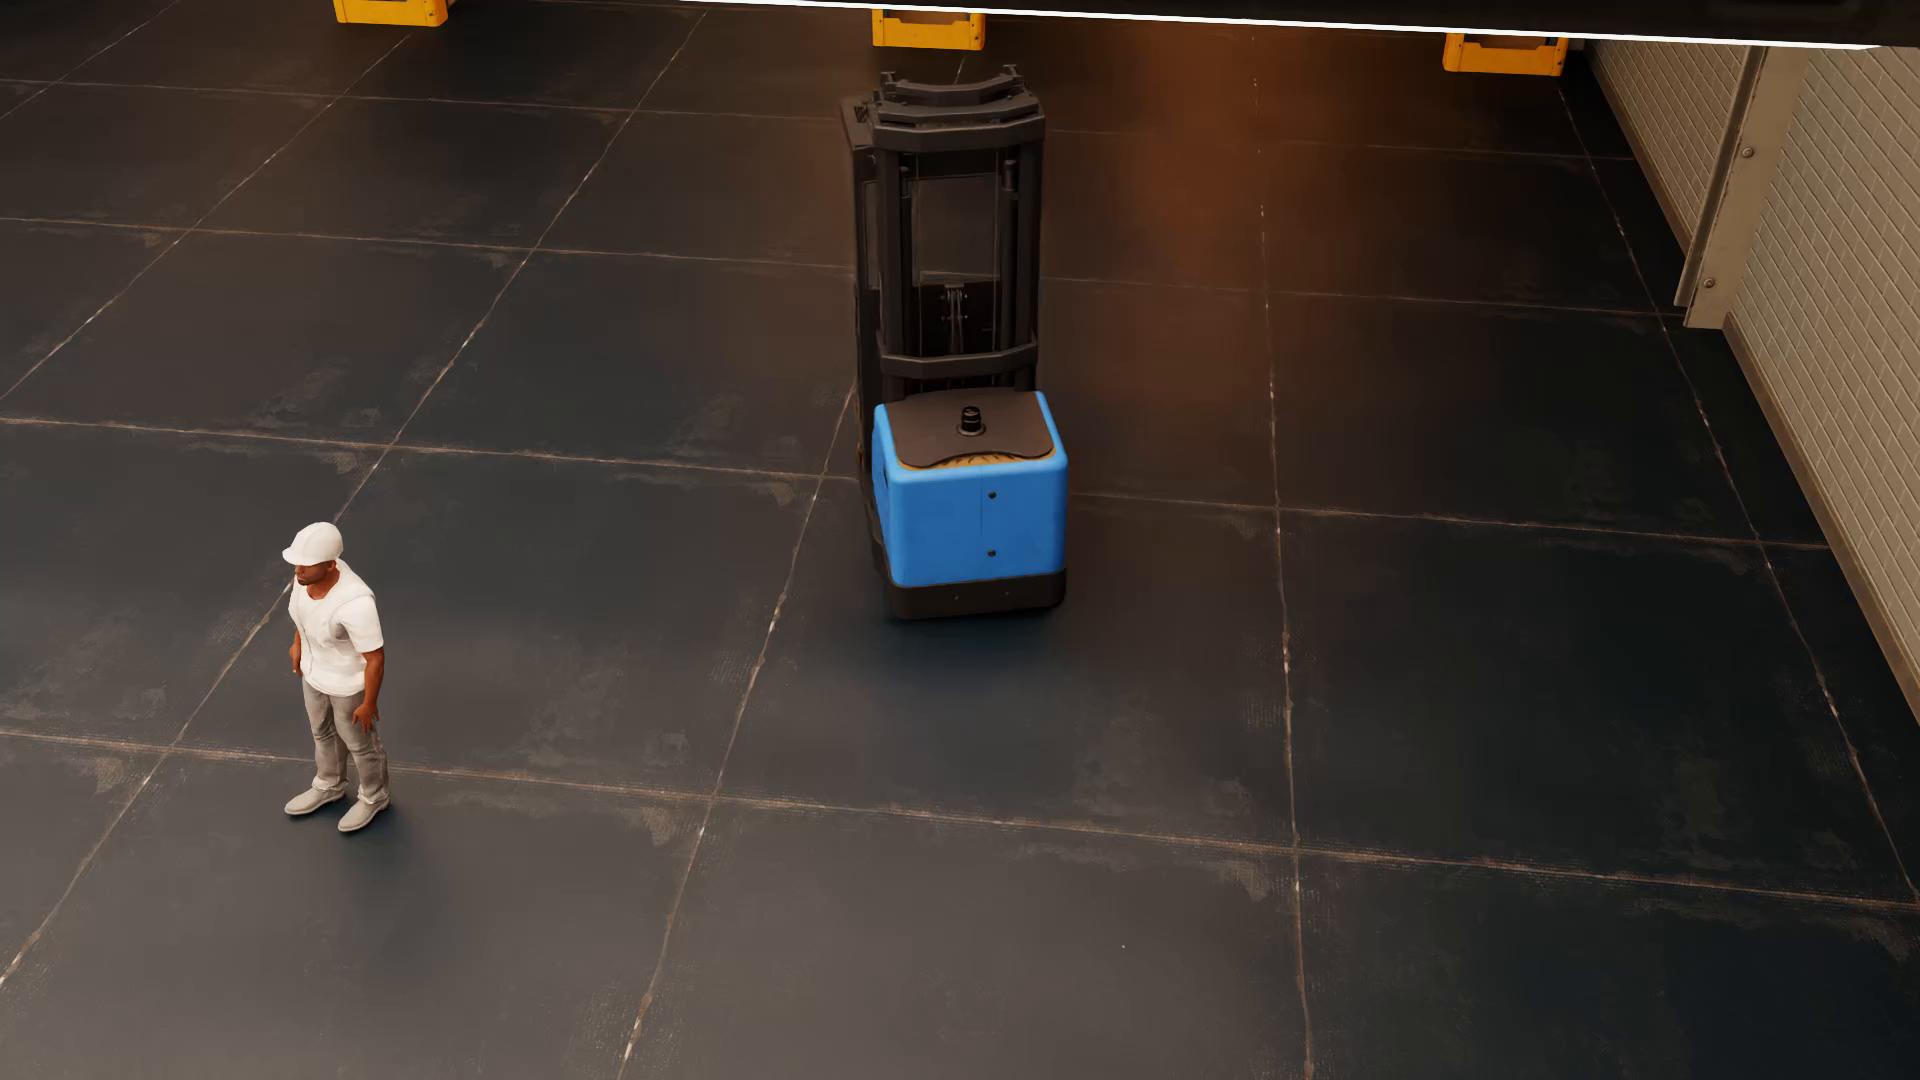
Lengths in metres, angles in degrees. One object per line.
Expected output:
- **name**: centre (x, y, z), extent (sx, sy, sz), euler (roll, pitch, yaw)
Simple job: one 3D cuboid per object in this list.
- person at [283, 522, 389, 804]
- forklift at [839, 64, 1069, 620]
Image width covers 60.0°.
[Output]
- **person**: centre (-3.023, 0.628, 8.098), extent (0.665, 1.707, 0.419), euler (27, 44, 32)
- **forklift**: centre (-0.112, -1.580, 10.173), extent (1.130, 2.935, 3.031), euler (-5, 37, -7)
